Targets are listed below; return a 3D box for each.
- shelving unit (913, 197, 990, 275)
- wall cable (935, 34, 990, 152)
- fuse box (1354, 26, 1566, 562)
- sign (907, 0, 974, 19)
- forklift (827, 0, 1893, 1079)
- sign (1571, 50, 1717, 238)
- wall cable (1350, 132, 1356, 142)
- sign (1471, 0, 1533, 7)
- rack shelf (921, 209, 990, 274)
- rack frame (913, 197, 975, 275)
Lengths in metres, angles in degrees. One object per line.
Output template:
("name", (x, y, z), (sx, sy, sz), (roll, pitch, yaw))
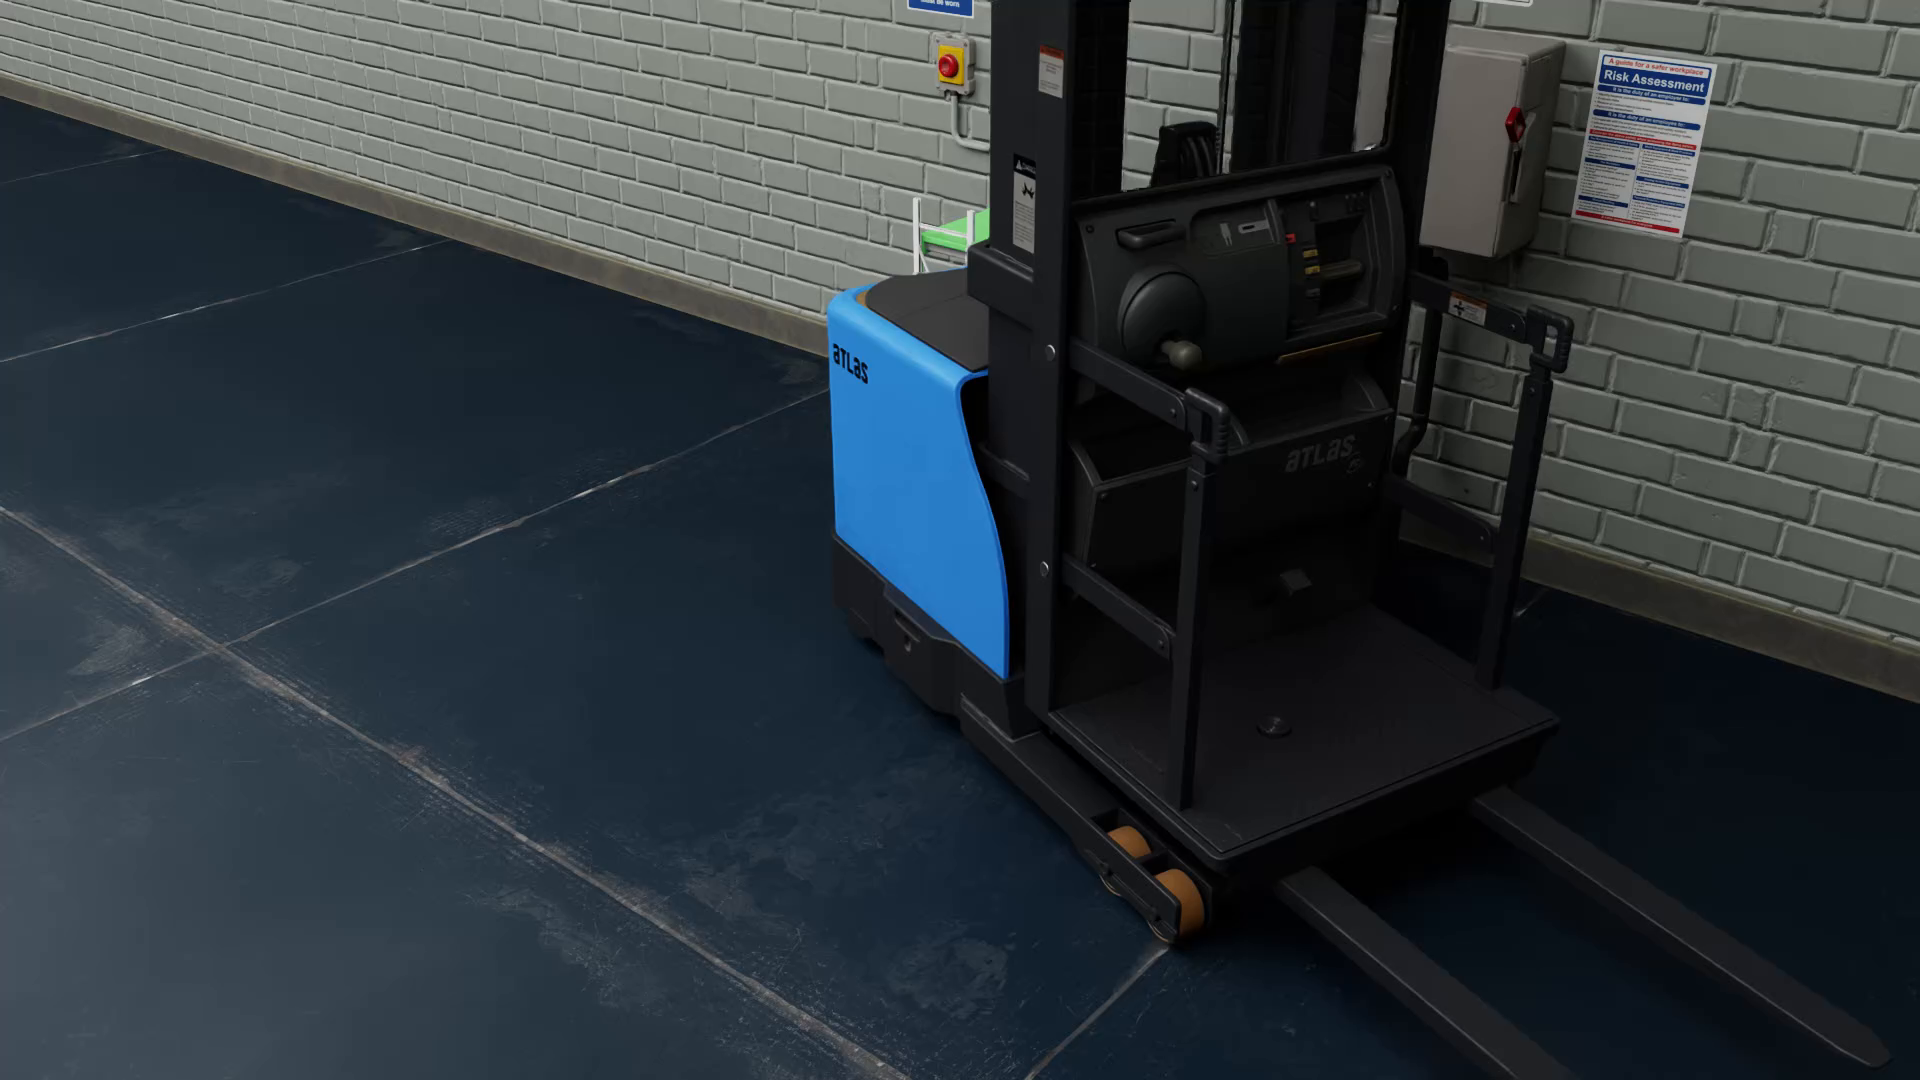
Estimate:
("shelving unit", (0.105, -0.592, 5.588), (0.258, 1.200, 0.503), (21, 34, 34))
("wall cable", (-0.077, -2.386, 5.957), (0.585, 1.953, 0.123), (21, 34, 34))
("fuse box", (1.451, -0.682, 5.207), (0.539, 1.711, 0.414), (21, 34, 34))
("sign", (-0.075, -2.076, 6.205), (0.327, 0.218, 0.001), (21, 34, 34))
("forklift", (0.786, -0.600, 3.719), (1.130, 2.935, 3.031), (-15, 31, -27))
("sign", (1.964, -1.142, 4.796), (0.329, 0.494, 0.001), (21, 34, 34))
("wall cable", (1.025, -1.961, 5.171), (0.588, 1.984, 0.122), (21, 34, 34))
("sign", (1.540, -1.711, 4.894), (0.339, 0.242, 0.001), (21, 34, 34))
("rack shelf", (0.105, -0.961, 5.397), (0.258, 0.148, 0.480), (21, 34, 34))
("rack frame", (-0.050, -0.505, 5.421), (0.240, 1.200, 0.015), (21, 34, 34))
